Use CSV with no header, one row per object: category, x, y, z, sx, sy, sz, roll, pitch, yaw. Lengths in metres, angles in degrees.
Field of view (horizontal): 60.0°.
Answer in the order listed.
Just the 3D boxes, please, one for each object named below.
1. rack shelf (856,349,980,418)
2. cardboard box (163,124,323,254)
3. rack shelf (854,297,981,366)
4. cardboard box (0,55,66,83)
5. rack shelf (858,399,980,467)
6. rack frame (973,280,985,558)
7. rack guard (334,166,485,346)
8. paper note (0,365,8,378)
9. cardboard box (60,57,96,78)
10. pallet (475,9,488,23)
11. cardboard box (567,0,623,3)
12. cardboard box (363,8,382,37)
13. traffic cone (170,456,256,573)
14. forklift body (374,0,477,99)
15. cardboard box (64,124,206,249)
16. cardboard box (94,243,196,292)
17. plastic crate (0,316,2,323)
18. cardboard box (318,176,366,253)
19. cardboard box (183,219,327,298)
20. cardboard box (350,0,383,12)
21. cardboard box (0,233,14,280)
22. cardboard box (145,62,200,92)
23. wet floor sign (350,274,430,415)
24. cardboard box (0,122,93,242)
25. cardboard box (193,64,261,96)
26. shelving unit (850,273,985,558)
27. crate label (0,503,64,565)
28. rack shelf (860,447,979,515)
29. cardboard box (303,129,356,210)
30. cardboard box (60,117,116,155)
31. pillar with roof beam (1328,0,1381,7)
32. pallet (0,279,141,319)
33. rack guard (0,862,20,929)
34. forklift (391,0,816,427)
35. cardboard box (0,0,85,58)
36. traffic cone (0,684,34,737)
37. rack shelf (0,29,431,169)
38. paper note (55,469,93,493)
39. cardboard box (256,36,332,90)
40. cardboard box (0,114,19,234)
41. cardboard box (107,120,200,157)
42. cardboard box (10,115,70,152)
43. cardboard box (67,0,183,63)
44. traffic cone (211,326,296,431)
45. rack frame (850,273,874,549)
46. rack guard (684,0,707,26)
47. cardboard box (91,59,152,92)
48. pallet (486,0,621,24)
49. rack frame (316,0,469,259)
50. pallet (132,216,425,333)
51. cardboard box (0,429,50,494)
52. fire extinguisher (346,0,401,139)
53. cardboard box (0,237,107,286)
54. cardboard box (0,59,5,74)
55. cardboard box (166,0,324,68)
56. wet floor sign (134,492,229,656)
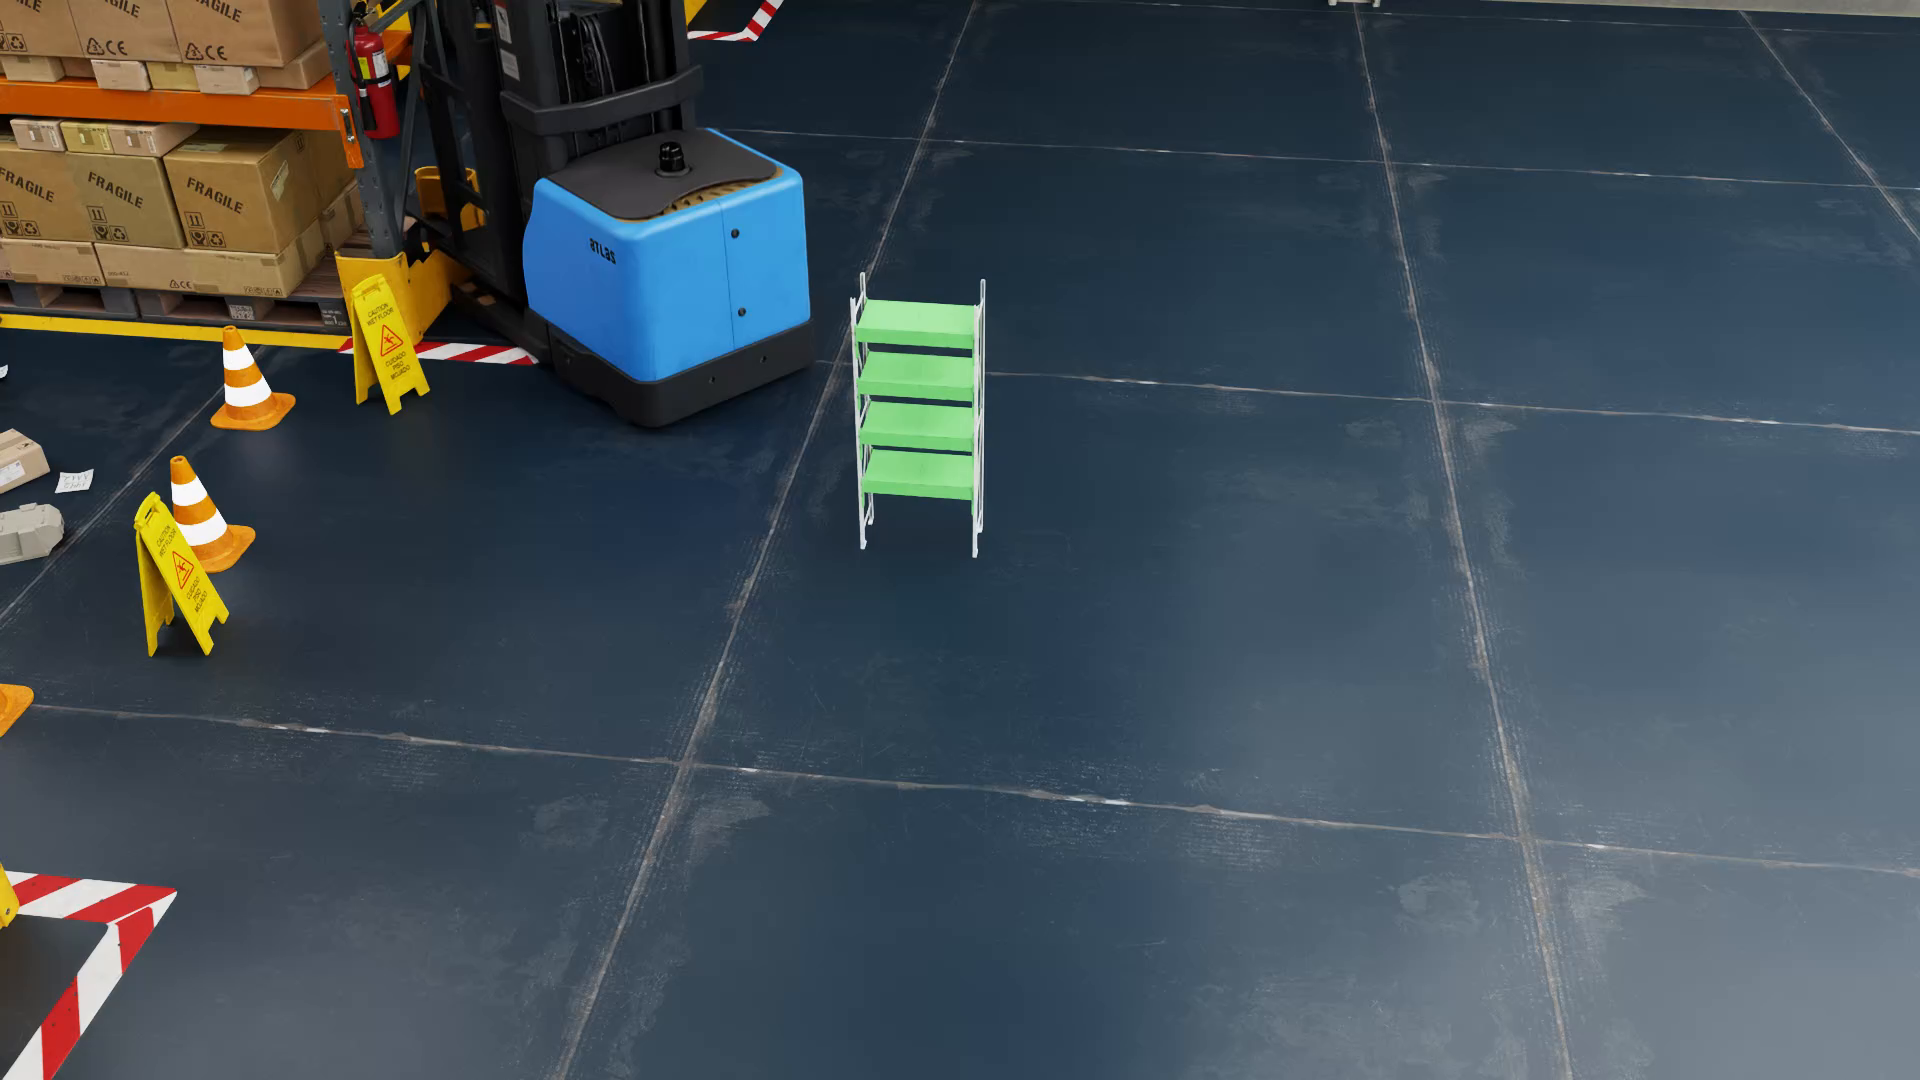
rack shelf,-0.164,-0.644,6.816,0.480,0.148,0.258,4,36,6
cardboard box,-3.687,-1.824,8.583,0.500,0.500,0.500,4,36,6
rack shelf,-0.164,-0.839,6.677,0.480,0.148,0.258,4,36,6
cardboard box,-4.535,-2.414,8.267,0.250,0.149,0.380,4,36,5
rack shelf,-0.164,-0.449,6.956,0.480,0.148,0.258,4,36,6
rack frame,0.078,-0.483,6.893,0.015,1.200,0.240,4,36,6
rack guard,-2.935,-1.546,8.986,0.348,0.500,1.175,4,36,6
paper note,-4.899,-0.837,8.396,0.148,0.019,0.142,-7,36,-10
cardboard box,-4.270,-2.448,8.314,0.250,0.149,0.380,5,36,7
pallet,-4.201,-4.407,13.244,1.213,0.211,1.003,4,36,6
cardboard box,-2.737,-4.323,12.730,0.500,0.250,0.500,5,36,6
cardboard box,-3.170,-2.600,8.527,0.250,0.149,0.380,4,36,6
traffic cone,-3.254,-0.149,7.061,0.334,0.463,0.336,4,36,6
forklift body,-4.344,-4.162,11.230,1.214,2.155,2.313,4,36,6
cardboard box,-4.205,-1.861,8.635,0.500,0.500,0.500,6,36,8
cardboard box,-4.208,-1.557,8.855,0.500,0.250,0.500,4,36,6
plastic crate,-5.374,-1.077,8.690,0.583,0.080,0.402,-7,36,-10
cardboard box,-3.624,-1.829,9.236,0.500,0.250,0.500,4,36,6
cardboard box,-3.719,-1.516,8.798,0.500,0.250,0.500,4,36,6
cardboard box,-3.294,-2.915,8.409,0.500,0.500,0.500,4,36,5
cardboard box,-5.218,-1.636,8.965,0.500,0.250,0.500,4,36,5
cardboard box,-3.774,-2.346,8.171,0.250,0.149,0.380,4,36,5
wet floor sign,-2.807,-0.969,8.052,0.232,0.644,0.267,17,39,22
cardboard box,-4.705,-1.902,8.693,0.500,0.500,0.500,3,36,5
cardboard box,-3.523,-2.315,8.128,0.250,0.149,0.380,4,36,5
shelving unit,-0.164,-0.501,6.919,0.503,1.200,0.258,4,36,6
crate label,-4.042,-0.039,7.187,0.298,0.136,0.250,-14,38,-18
rack shelf,-0.164,-0.253,7.095,0.480,0.148,0.258,4,36,6
cardboard box,-3.648,-2.135,9.020,0.500,0.500,0.500,3,36,4
cardboard box,-4.309,-2.097,8.407,0.250,0.149,0.380,5,36,7
pillar with roof beam,2.596,-5.506,7.219,0.400,9.000,9.100,4,36,6
pallet,-4.942,-1.601,9.311,1.213,0.211,1.003,4,36,6
rack guard,-3.366,1.321,4.969,0.348,0.500,1.175,4,36,6
forklift,-2.084,-2.501,8.232,1.130,2.935,3.031,-27,44,-33
cardboard box,-4.424,-2.680,8.081,0.500,0.500,0.500,4,36,6
traffic cone,-3.735,0.477,6.184,0.334,0.463,0.336,4,36,6
rack shelf,-4.843,-2.413,8.668,4.000,0.370,1.077,4,36,6
paper note,-4.050,-0.272,7.605,0.142,0.019,0.148,-7,36,-10
cardboard box,-3.257,-2.360,8.191,0.250,0.149,0.380,5,36,8
cardboard box,-5.229,-1.939,8.745,0.500,0.500,0.500,6,36,8
cardboard box,-4.060,-2.076,8.379,0.250,0.149,0.380,5,36,7
cardboard box,-4.570,-2.117,8.436,0.250,0.149,0.380,6,36,8
cardboard box,-3.929,-2.641,8.026,0.500,0.500,0.500,4,36,6
traffic cone,-3.450,-0.814,7.992,0.334,0.463,0.336,4,36,6
rack frame,-0.406,-0.519,6.944,0.015,1.200,0.240,4,36,6
rack guard,-2.207,-4.399,12.983,0.348,0.500,1.175,4,36,6
cardboard box,-4.034,-2.348,8.174,0.250,0.149,0.380,5,36,7
pallet,-2.995,-4.316,13.115,1.213,0.211,1.003,4,36,6
rack frame,-2.859,-2.558,8.252,0.127,3.000,1.000,4,36,6
pallet,-3.736,-1.509,9.183,1.213,0.211,1.003,4,36,6
cardboard box,-4.416,-0.331,7.585,0.250,0.149,0.380,24,42,30
fire extinguisher,-2.804,-2.252,7.890,0.183,0.674,0.296,4,36,6
cardboard box,-4.728,-1.593,8.905,0.500,0.250,0.500,3,36,4
cardboard box,-4.771,-2.484,8.365,0.250,0.149,0.380,4,36,6
cardboard box,-3.433,-2.601,7.970,0.500,0.500,0.500,4,36,5
wet floor sign,-3.109,0.121,6.525,0.232,0.644,0.267,-2,36,-2
